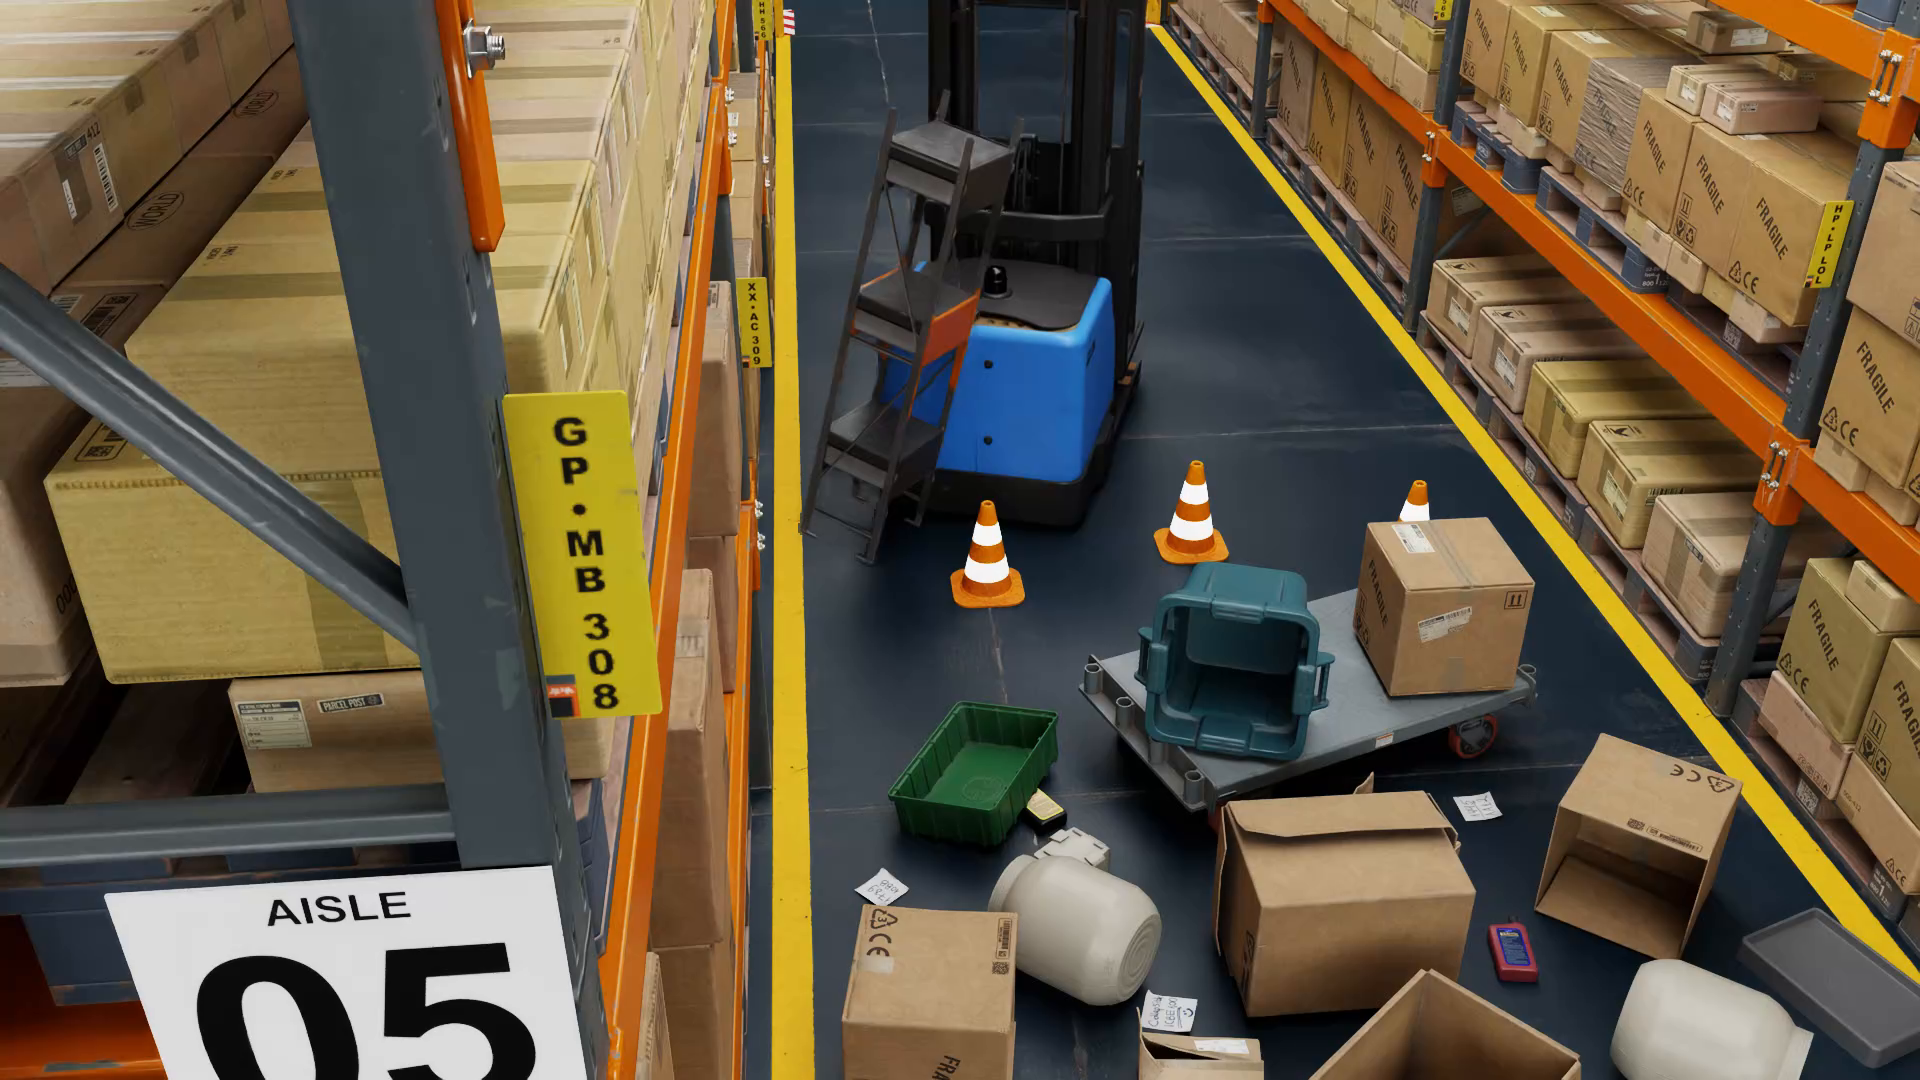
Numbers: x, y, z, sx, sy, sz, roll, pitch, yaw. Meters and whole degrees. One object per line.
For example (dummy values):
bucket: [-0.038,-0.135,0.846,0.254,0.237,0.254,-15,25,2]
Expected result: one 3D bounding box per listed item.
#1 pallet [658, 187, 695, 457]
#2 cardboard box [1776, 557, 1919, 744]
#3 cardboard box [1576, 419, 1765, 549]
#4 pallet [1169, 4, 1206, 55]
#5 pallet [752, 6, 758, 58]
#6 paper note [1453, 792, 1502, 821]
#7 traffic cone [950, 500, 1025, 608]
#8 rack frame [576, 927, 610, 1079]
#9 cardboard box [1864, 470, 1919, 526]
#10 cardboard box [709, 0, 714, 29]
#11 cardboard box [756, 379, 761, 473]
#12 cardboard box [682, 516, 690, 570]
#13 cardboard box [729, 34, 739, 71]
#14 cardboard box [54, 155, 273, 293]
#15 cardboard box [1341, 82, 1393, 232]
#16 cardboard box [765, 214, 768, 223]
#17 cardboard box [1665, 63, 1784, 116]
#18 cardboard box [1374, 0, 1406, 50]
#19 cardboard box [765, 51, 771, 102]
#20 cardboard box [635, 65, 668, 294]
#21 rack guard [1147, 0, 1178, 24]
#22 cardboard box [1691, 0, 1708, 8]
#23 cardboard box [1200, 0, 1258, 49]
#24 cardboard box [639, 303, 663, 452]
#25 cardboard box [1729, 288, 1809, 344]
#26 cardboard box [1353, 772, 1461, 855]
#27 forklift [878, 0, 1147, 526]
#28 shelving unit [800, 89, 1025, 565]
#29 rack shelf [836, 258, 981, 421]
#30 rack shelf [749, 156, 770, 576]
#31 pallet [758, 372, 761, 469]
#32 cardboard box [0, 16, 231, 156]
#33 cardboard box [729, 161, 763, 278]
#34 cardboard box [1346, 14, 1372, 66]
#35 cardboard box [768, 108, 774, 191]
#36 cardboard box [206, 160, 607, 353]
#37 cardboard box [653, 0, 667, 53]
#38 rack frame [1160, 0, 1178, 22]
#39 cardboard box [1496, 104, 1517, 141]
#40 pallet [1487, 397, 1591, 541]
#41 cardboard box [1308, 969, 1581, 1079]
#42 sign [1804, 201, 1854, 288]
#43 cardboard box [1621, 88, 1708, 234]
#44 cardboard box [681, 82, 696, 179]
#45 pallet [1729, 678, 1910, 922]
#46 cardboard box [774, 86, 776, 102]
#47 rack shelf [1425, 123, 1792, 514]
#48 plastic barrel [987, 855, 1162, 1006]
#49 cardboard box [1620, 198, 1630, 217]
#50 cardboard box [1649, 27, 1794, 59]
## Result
pallet: [-1.072,-0.511,3.342,1.003,0.211,1.213,-3,31,-5]
cardboard box: [3.456,0.402,6.192,0.500,0.500,0.500,-1,31,-2]
cardboard box: [3.548,-0.277,7.941,0.950,0.372,0.625,-1,31,-1]
pallet: [2.701,-5.115,16.608,1.003,0.211,1.213,-3,31,-5]
pallet: [-1.848,-3.270,10.986,1.003,0.211,1.213,-3,31,-5]
paper note: [2.021,1.037,6.484,0.148,0.019,0.142,-3,31,-5]
traffic cone: [0.129,0.031,7.747,0.336,0.463,0.334,-3,31,-5]
rack frame: [-0.875,1.741,2.410,1.000,3.000,0.127,-3,31,-5]
cardboard box: [3.455,-0.179,5.870,0.380,0.149,0.250,-2,31,-3]
cardboard box: [-0.897,-1.534,4.705,0.380,0.149,0.250,-3,31,-5]
cardboard box: [-1.570,-0.797,8.443,1.050,0.750,0.750,-2,31,-4]
cardboard box: [-1.168,-0.082,4.262,0.875,0.550,0.550,-3,31,-5]
cardboard box: [-1.468,-2.800,9.558,0.380,0.149,0.250,-1,31,-2]
cardboard box: [-1.245,-0.325,2.293,0.500,0.250,0.500,-3,31,-4]
cardboard box: [3.235,-2.713,11.529,0.875,0.875,0.875,-2,31,-4]
cardboard box: [-1.446,-2.136,10.198,0.500,0.250,0.500,-4,31,-7]
cardboard box: [3.276,-1.934,7.134,0.380,0.149,0.250,-4,31,-7]
cardboard box: [2.946,-3.279,10.473,0.500,0.250,0.500,-4,31,-6]
cardboard box: [-1.675,-3.447,12.392,0.500,0.250,0.500,-4,31,-6]
cardboard box: [-0.761,-0.609,2.768,0.500,0.250,0.500,-3,31,-5]
rack guard: [2.547,-5.656,17.231,1.175,0.500,0.348,-3,31,-5]
cardboard box: [7.494,-5.308,16.240,0.700,0.500,0.500,-2,31,-3]
cardboard box: [2.804,-4.998,15.781,0.875,0.438,0.875,-2,31,-3]
cardboard box: [-0.660,-0.240,2.539,0.380,0.149,0.250,-3,31,-4]
cardboard box: [3.347,-0.912,6.687,0.380,0.149,0.250,-2,31,-4]
cardboard box: [1.609,1.103,6.145,0.396,0.266,0.258,27,40,37]
forklift: [0.439,-2.072,8.861,1.130,2.935,3.031,7,32,12]
shelving unit: [-0.243,-0.931,7.569,0.431,2.100,0.503,25,32,17]
rack shelf: [-0.246,-0.919,7.576,0.431,0.518,0.480,25,32,17]
rack shelf: [-1.436,-1.013,7.723,1.077,0.370,4.000,-3,31,-5]
pallet: [-1.624,-0.740,9.283,1.003,0.211,1.213,-3,31,-5]
cardboard box: [-1.338,-0.678,2.496,0.380,0.149,0.250,-3,31,-4]
cardboard box: [-1.169,-1.398,7.568,0.500,0.500,0.500,-2,31,-4]
cardboard box: [2.896,-3.331,11.049,0.500,0.250,0.500,-3,31,-5]
cardboard box: [-1.629,-2.865,12.150,0.500,0.500,0.500,-3,31,-6]
cardboard box: [-0.612,-0.318,1.893,0.380,0.149,0.250,-3,31,-4]
cardboard box: [-0.731,-0.970,2.984,0.380,0.149,0.250,-2,31,-4]
rack frame: [2.549,-6.717,16.570,1.000,3.000,0.127,-3,31,-5]
cardboard box: [3.114,-2.242,8.914,0.380,0.149,0.250,-5,31,-8]
pallet: [3.479,-0.415,8.738,1.003,0.211,1.213,-3,31,-5]
cardboard box: [1.359,1.748,4.832,0.637,0.503,0.797,27,40,37]
sign: [3.118,-1.059,5.968,0.100,0.325,0.005,-3,31,-5]
cardboard box: [3.309,-1.683,7.345,0.500,0.500,0.500,-2,31,-3]
cardboard box: [-0.776,-0.883,3.617,0.380,0.149,0.250,-3,31,-5]
pallet: [3.768,0.948,6.456,1.003,0.211,1.213,-3,31,-5]
cardboard box: [-1.735,-3.679,13.855,0.380,0.149,0.250,-2,31,-3]
rack shelf: [3.483,-1.302,8.207,1.077,0.370,4.000,-3,31,-5]
plastic barrel: [0.384,1.310,5.643,0.512,0.421,0.421,20,36,29]
cardboard box: [3.344,-1.573,7.794,0.380,0.149,0.250,-4,31,-6]
cardboard box: [3.723,-2.243,8.283,0.500,0.500,0.500,-5,31,-8]
